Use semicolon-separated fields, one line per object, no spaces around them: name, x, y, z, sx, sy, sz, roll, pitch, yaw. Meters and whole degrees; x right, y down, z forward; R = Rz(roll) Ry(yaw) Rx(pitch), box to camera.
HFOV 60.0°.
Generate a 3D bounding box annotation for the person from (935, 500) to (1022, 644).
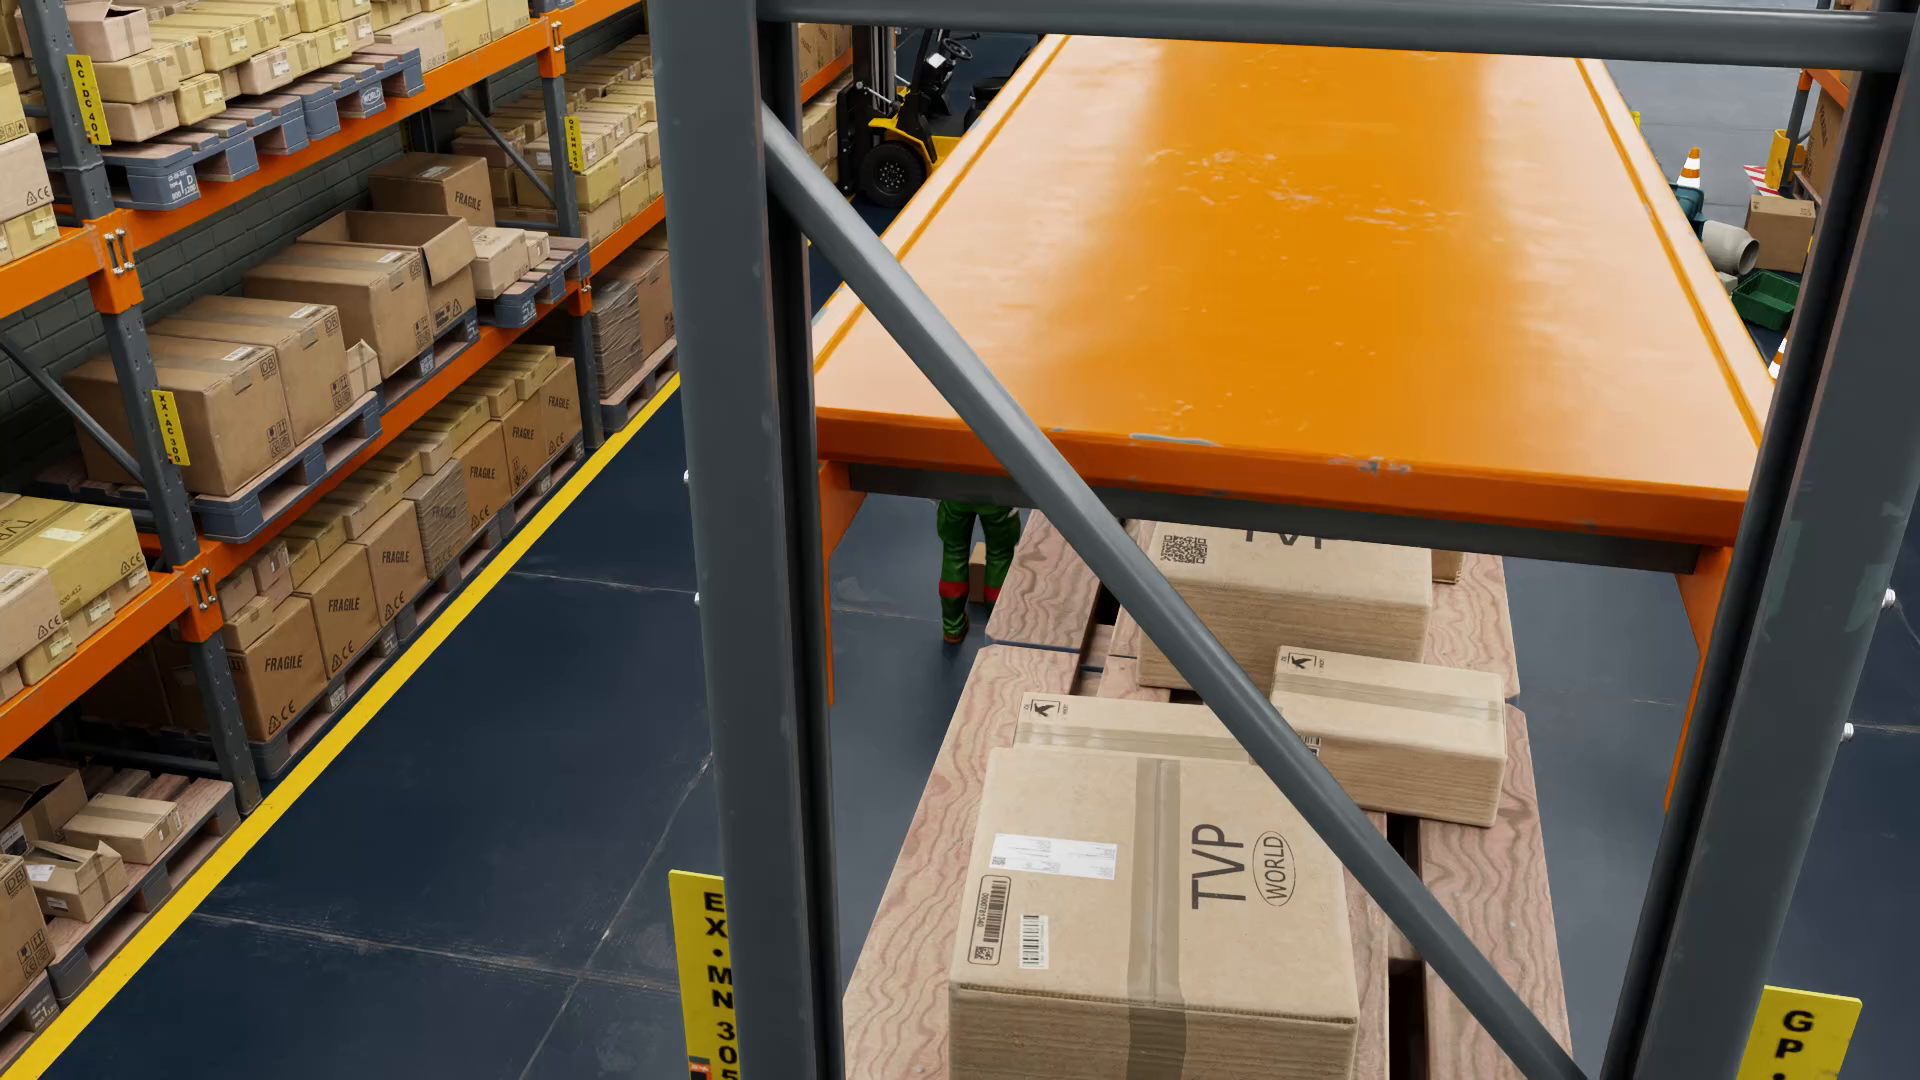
person;0.072;-0.262;8.614;0.536;1.756;0.415;7;29;12
